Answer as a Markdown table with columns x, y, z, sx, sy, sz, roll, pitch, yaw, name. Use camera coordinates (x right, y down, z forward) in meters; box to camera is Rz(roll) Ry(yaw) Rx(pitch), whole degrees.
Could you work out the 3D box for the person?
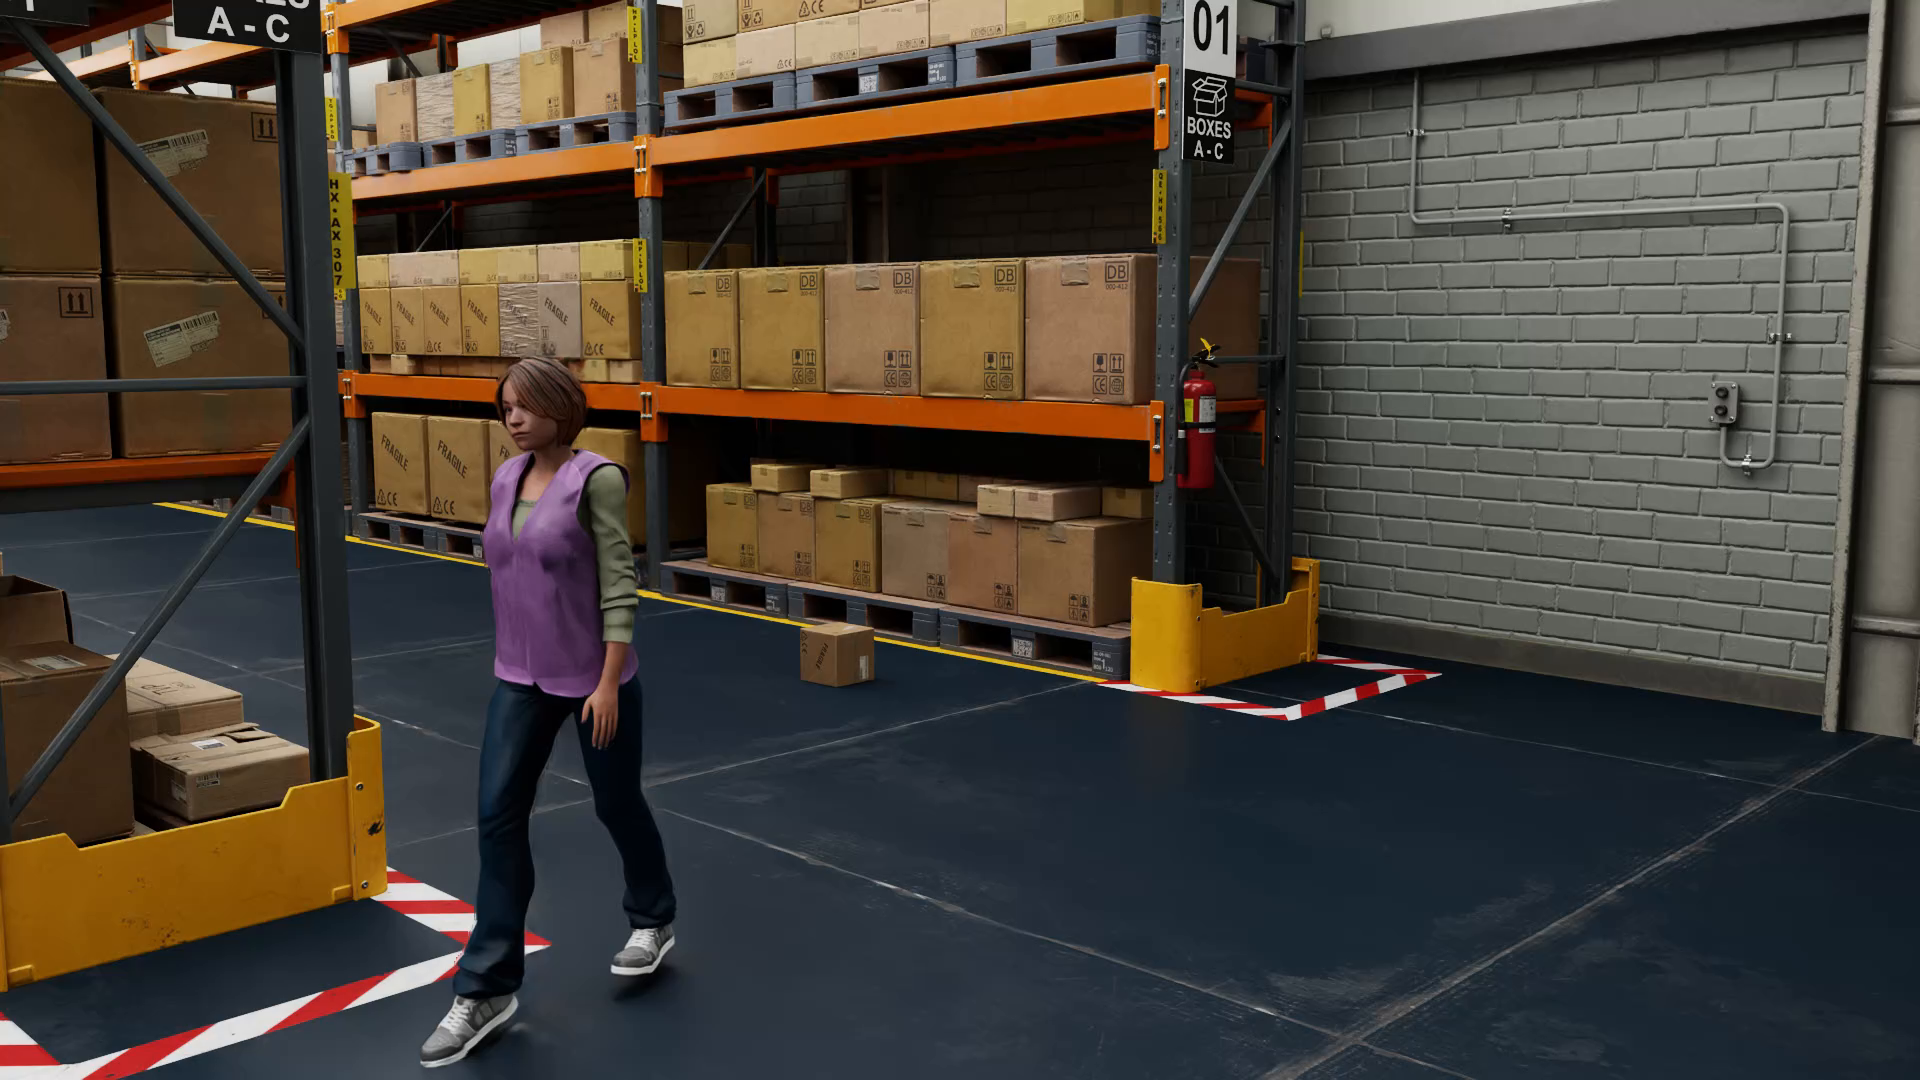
| x | y | z | sx | sy | sz | roll | pitch | yaw | name |
| --- | --- | --- | --- | --- | --- | --- | --- | --- | --- |
| -0.982 | 0.365 | 3.977 | 0.471 | 1.602 | 0.764 | 3 | 8 | 22 | person |
